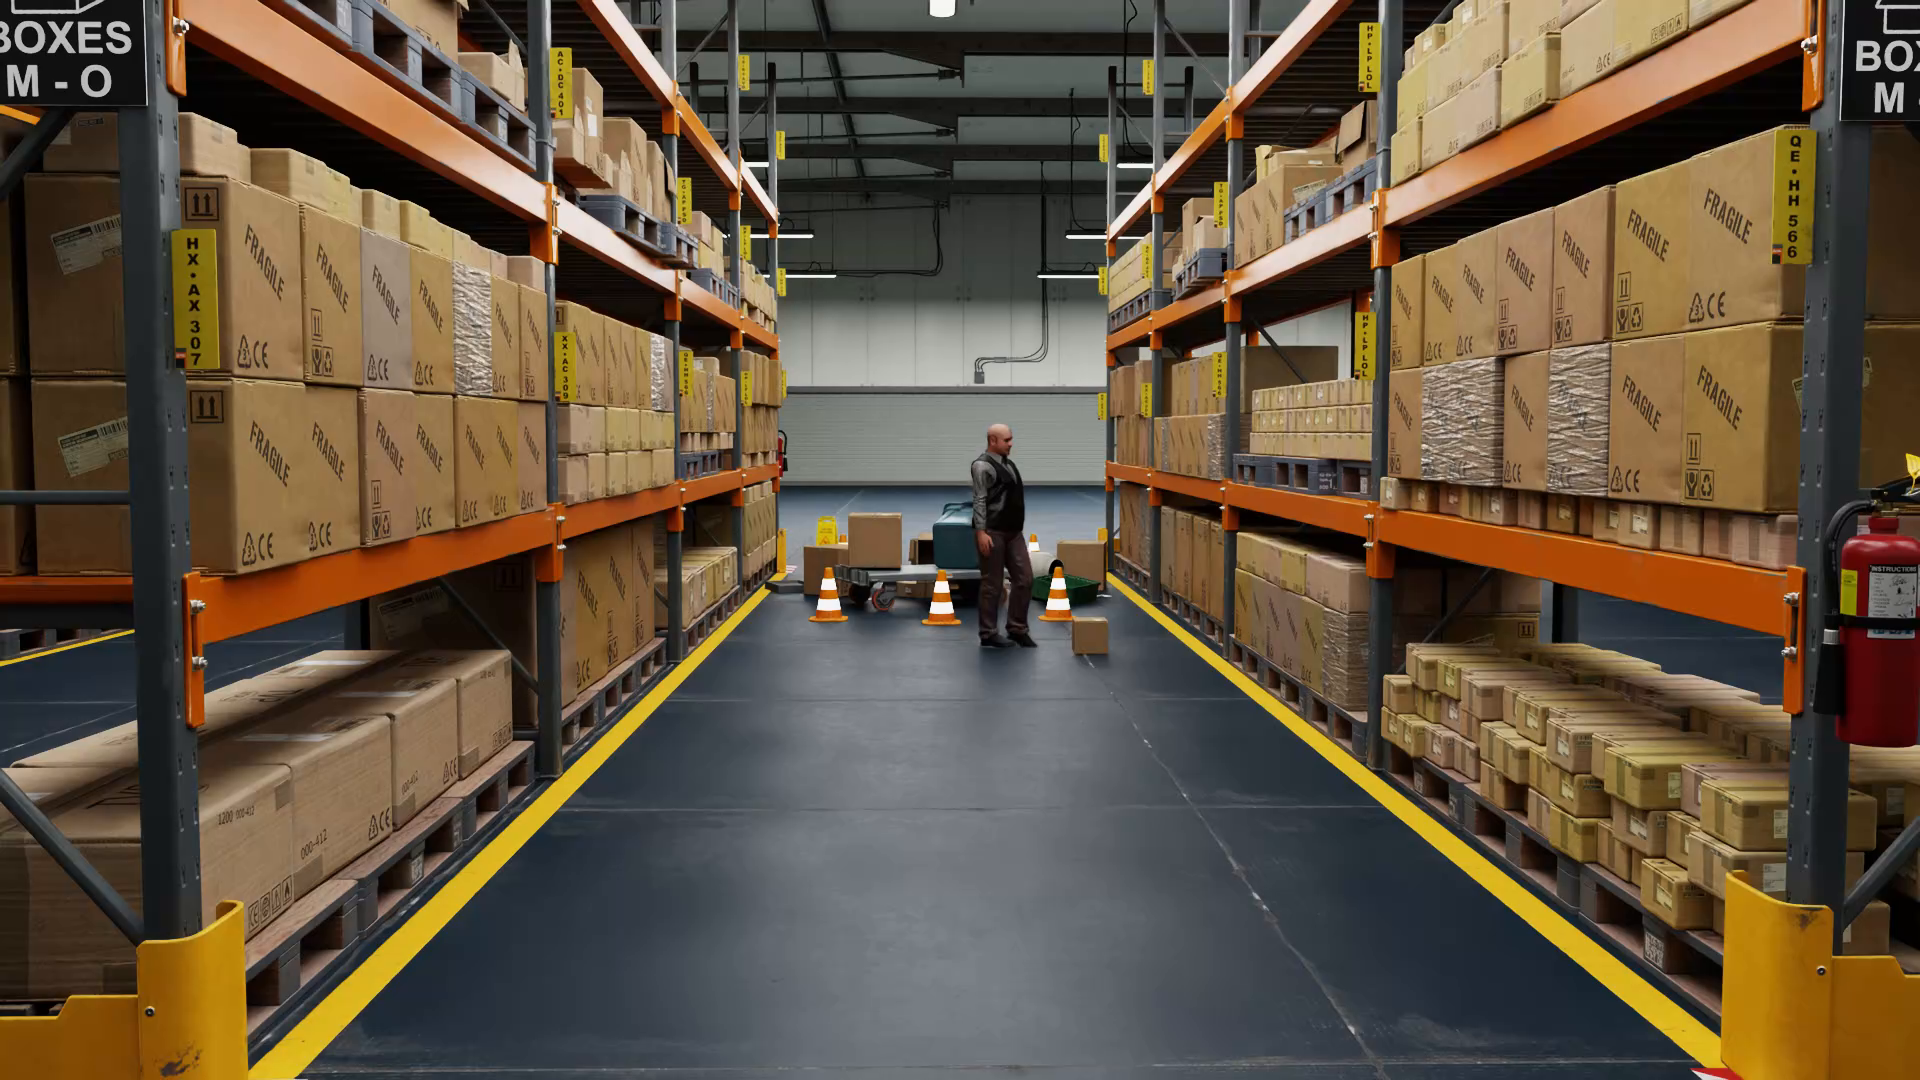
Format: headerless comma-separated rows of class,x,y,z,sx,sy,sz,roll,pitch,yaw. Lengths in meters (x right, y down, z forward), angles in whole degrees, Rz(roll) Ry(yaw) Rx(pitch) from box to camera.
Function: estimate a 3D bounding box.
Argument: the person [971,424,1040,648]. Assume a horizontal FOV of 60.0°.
person,0.329,-0.001,12.759,0.447,1.781,0.562,3,5,35
